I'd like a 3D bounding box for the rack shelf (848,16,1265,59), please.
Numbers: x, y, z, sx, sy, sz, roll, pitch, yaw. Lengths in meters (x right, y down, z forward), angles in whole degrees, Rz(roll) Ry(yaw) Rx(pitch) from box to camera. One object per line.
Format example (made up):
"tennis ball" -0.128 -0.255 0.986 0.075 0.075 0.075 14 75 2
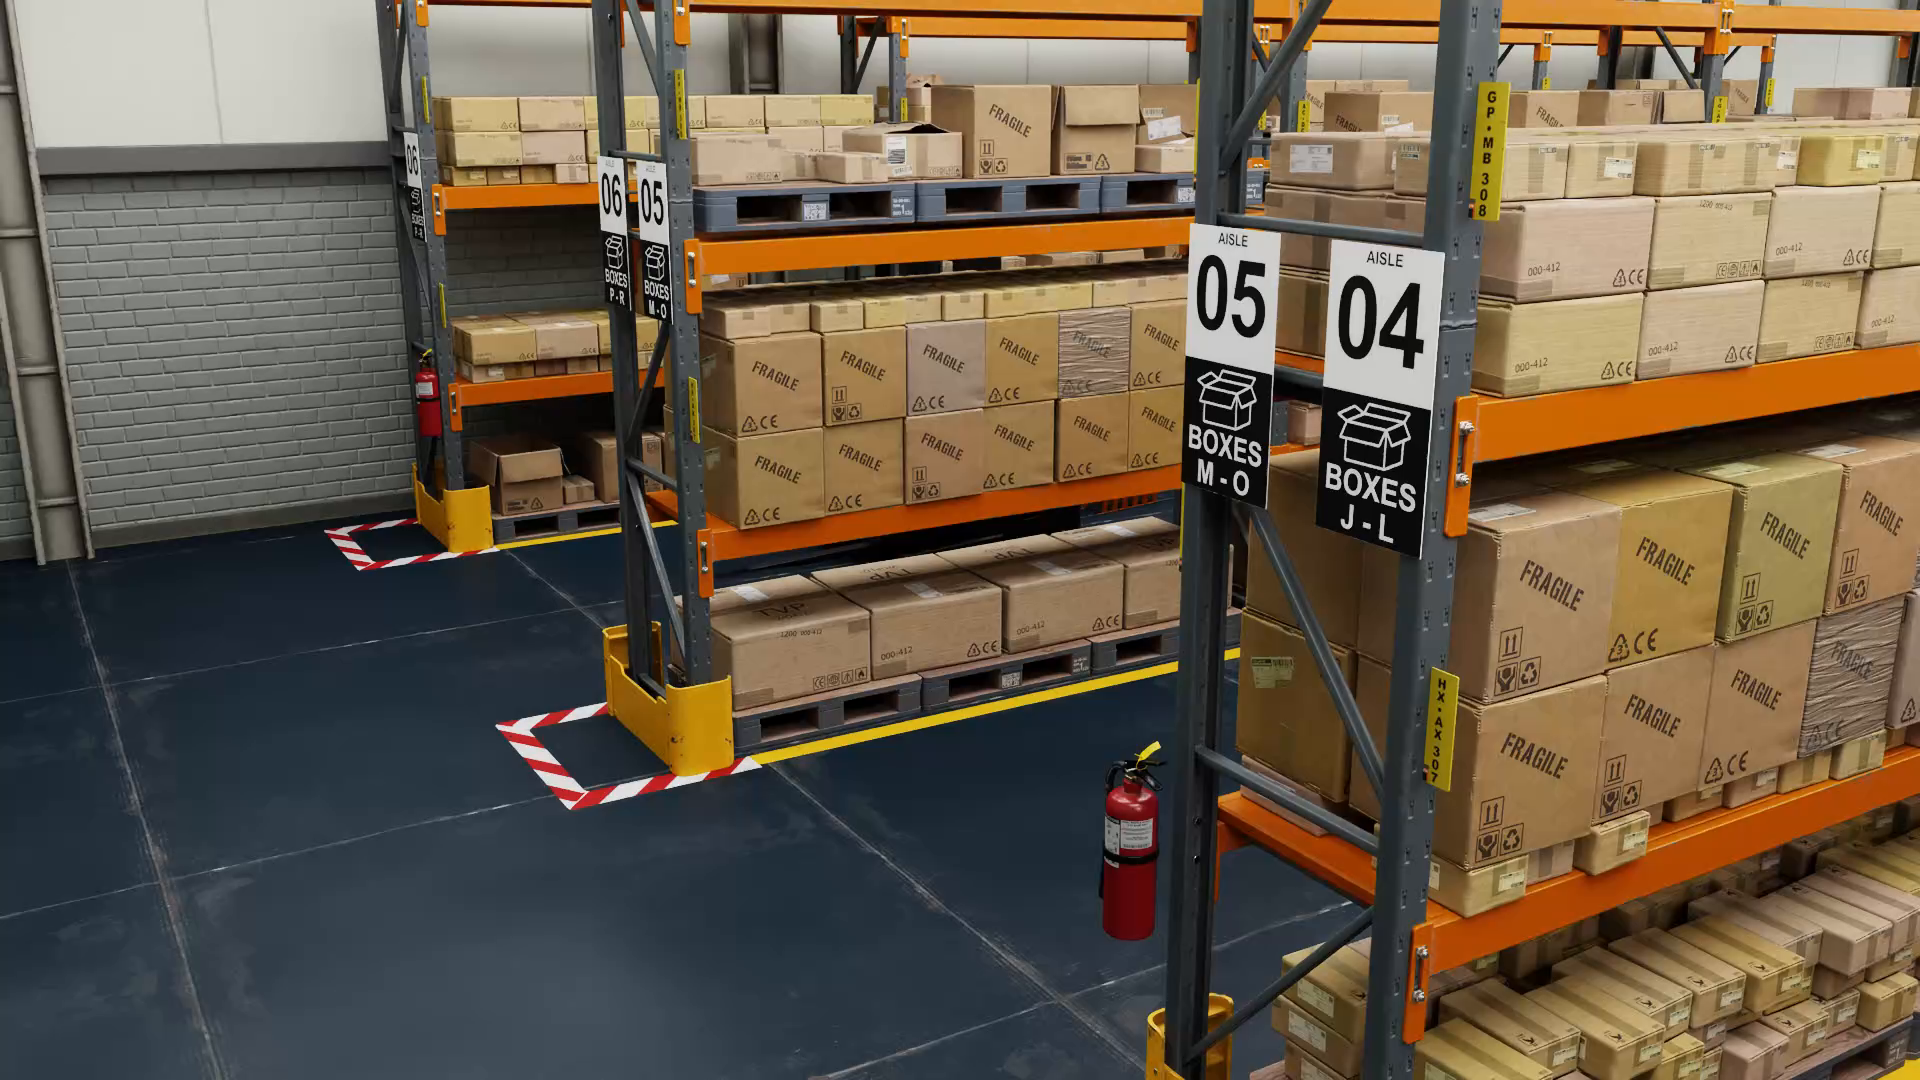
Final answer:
"rack shelf" 0.950 -4.666 15.455 4.000 0.370 1.077 -9 18 -30

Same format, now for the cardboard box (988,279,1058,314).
"cardboard box" 0.363 -1.415 9.660 0.250 0.149 0.380 -9 18 -30

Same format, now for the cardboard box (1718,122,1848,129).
"cardboard box" 2.905 -1.407 5.929 0.250 0.149 0.380 -8 18 -27

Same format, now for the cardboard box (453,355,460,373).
"cardboard box" -4.048 -1.469 13.558 0.250 0.149 0.380 -9 18 -30

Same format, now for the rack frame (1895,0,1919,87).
"rack frame" 8.652 -4.891 14.184 0.127 3.000 1.000 -9 18 -30

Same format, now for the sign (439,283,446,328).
"sign" -3.914 -1.773 12.574 0.005 0.325 0.100 -9 18 -30

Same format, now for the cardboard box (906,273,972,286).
"cardboard box" -0.129 -1.494 9.944 0.250 0.149 0.380 -9 18 -28

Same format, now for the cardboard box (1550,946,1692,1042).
"cardboard box" 2.252 1.562 5.682 0.250 0.149 0.380 -10 19 -32

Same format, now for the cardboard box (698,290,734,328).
"cardboard box" -1.429 -1.272 9.151 0.250 0.149 0.380 -9 18 -29

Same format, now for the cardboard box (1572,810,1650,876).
"cardboard box" 1.903 0.879 5.182 0.250 0.149 0.380 -10 18 -31

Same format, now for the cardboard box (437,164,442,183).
"cardboard box" -4.038 -2.903 13.117 0.250 0.149 0.380 -9 18 -28

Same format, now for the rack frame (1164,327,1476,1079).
"rack frame" 1.002 0.797 5.008 0.127 3.000 1.000 -9 18 -30

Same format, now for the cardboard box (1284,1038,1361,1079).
"cardboard box" 1.346 1.846 5.769 0.250 0.149 0.380 -9 18 -29

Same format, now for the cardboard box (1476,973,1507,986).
"cardboard box" 1.752 1.613 6.052 0.250 0.149 0.380 -10 19 -32

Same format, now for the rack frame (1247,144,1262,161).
"rack frame" 2.664 -2.594 17.106 0.127 3.000 1.000 -9 18 -30

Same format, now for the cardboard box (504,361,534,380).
"cardboard box" -3.576 -1.389 13.273 0.250 0.149 0.380 -9 18 -28

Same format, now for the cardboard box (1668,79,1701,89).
"cardboard box" 8.338 -5.212 19.738 0.500 0.500 0.700 -9 18 -29

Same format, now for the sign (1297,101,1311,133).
"sign" 2.082 -2.493 10.084 0.005 0.325 0.100 -9 18 -30

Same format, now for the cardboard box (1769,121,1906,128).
"cardboard box" 3.163 -1.435 6.026 0.250 0.149 0.380 -10 18 -31

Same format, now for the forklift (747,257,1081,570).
"forklift" -0.494 -1.308 12.646 3.031 2.935 1.130 -12 20 -36

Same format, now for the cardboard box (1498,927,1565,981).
"cardboard box" 1.981 1.441 6.114 0.250 0.149 0.380 -10 19 -32

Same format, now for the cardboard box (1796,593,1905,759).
"cardboard box" 2.835 0.390 5.726 0.500 0.500 0.500 -10 18 -31

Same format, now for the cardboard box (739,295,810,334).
"cardboard box" -0.999 -1.214 8.944 0.250 0.149 0.380 -9 18 -28

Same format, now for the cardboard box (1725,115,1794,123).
"cardboard box" 6.041 -3.068 13.054 0.500 0.500 0.700 -9 18 -30

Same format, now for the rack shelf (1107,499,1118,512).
"rack shelf" 1.243 -0.359 14.332 0.103 0.180 0.258 -12 20 -37

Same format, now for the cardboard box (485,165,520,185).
"cardboard box" -3.589 -2.838 12.885 0.250 0.149 0.380 -9 18 -29

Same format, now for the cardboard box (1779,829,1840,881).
"cardboard box" 3.359 1.238 6.838 0.250 0.149 0.380 -10 18 -31

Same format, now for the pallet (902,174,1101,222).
"pallet" 0.043 -2.012 9.636 1.213 0.211 1.003 -9 18 -30

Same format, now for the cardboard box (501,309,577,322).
"cardboard box" -3.493 -1.750 13.821 0.500 0.250 0.500 -9 18 -30

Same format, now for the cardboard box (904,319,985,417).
"cardboard box" -0.199 -1.011 9.422 0.500 0.500 0.500 -9 18 -30

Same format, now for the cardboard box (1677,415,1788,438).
"cardboard box" 2.593 -0.216 6.033 0.500 0.500 0.500 -10 18 -32

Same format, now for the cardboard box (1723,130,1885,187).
"cardboard box" 2.545 -1.160 5.048 0.250 0.149 0.380 -9 18 -28

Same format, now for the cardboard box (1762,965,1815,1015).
"cardboard box" 2.914 1.580 6.170 0.250 0.149 0.380 -8 18 -27

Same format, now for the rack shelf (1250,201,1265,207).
"rack shelf" 3.509 -2.266 11.711 4.000 0.370 1.077 -9 18 -30

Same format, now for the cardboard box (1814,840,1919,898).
"cardboard box" 3.589 1.334 6.495 0.250 0.149 0.380 -9 18 -28

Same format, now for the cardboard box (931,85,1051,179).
"cardboard box" 0.171 -2.322 9.431 0.500 0.500 0.500 -9 18 -29

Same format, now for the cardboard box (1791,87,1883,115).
"cardboard box" 7.523 -3.757 14.271 0.500 0.250 0.500 -10 18 -31

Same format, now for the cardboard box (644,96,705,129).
"cardboard box" -2.383 -3.454 13.417 0.500 0.250 0.500 -9 18 -28

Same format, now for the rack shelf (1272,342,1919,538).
"rack shelf" 2.716 -0.579 5.692 4.000 0.370 1.077 -9 18 -30

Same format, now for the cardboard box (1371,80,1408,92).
"cardboard box" 4.283 -4.522 17.280 0.500 0.500 0.500 -9 18 -28

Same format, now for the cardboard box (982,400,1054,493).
"cardboard box" 0.211 -0.599 9.804 0.500 0.500 0.500 -9 18 -28

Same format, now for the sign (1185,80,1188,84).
"sign" 1.507 -2.859 10.953 0.005 0.325 0.100 -9 18 -30

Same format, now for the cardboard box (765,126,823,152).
"cardboard box" -1.489 -3.353 13.985 0.500 0.250 0.500 -10 18 -32

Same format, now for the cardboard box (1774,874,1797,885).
"cardboard box" 3.361 1.380 6.882 0.250 0.149 0.380 -10 19 -33

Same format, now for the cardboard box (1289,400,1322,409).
"cardboard box" 2.317 -1.054 10.965 0.500 0.250 0.500 -10 18 -31

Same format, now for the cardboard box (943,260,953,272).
"cardboard box" -0.235 -2.304 15.107 0.500 0.500 0.700 -9 18 -28

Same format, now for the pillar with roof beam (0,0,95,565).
"pillar with roof beam" -4.752 -3.208 8.182 0.400 9.000 9.100 -9 18 -30

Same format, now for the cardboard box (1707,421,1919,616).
"cardboard box" 2.845 -0.087 5.574 0.500 0.500 0.500 -10 18 -31

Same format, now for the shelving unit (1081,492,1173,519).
"shelving unit" 1.371 -0.387 14.431 1.200 0.189 0.258 -12 20 -37

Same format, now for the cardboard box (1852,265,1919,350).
"cardboard box" 2.855 -0.794 5.406 0.500 0.250 0.500 -9 18 -30

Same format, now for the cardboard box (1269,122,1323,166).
"cardboard box" 2.442 -2.665 11.188 0.500 0.311 0.500 -9 18 -30

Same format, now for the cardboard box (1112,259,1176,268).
"cardboard box" 1.179 -1.709 10.708 0.250 0.149 0.380 -9 18 -29

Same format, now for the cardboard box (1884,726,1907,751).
"cardboard box" 3.185 0.638 6.041 0.250 0.149 0.380 -10 18 -31

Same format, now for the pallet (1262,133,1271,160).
"pallet" 3.200 -4.062 17.137 1.003 0.211 1.213 -8 18 -27

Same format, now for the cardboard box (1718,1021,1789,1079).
"cardboard box" 2.711 1.795 5.951 0.250 0.149 0.380 -10 19 -32

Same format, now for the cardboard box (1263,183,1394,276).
"cardboard box" 1.266 -0.938 4.994 0.500 0.250 0.500 -10 18 -31

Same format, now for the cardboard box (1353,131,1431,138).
"cardboard box" 1.386 -1.138 4.969 0.250 0.149 0.380 -9 18 -29
